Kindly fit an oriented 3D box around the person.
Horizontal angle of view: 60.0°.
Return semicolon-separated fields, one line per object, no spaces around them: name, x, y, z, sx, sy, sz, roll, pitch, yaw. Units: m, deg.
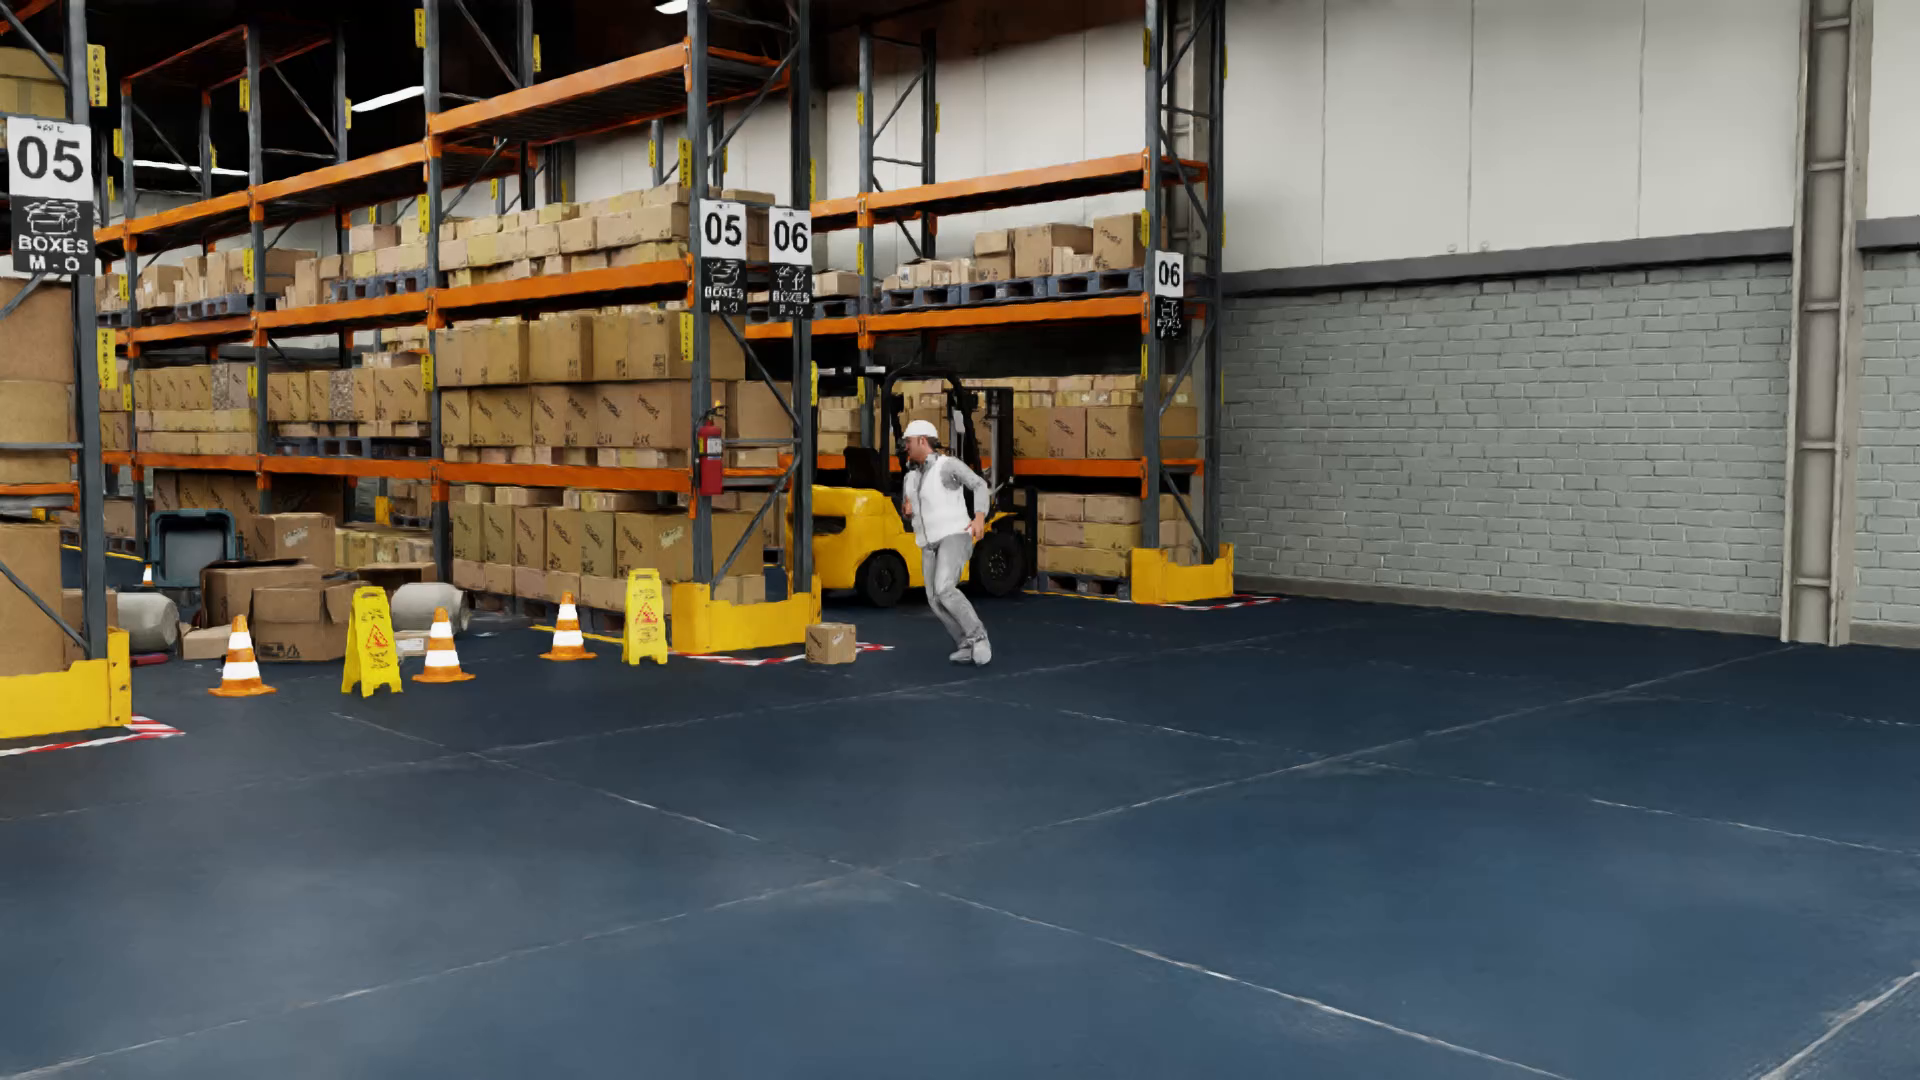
person;-0.118;0.004;11.432;0.895;1.653;0.569;4;5;44
